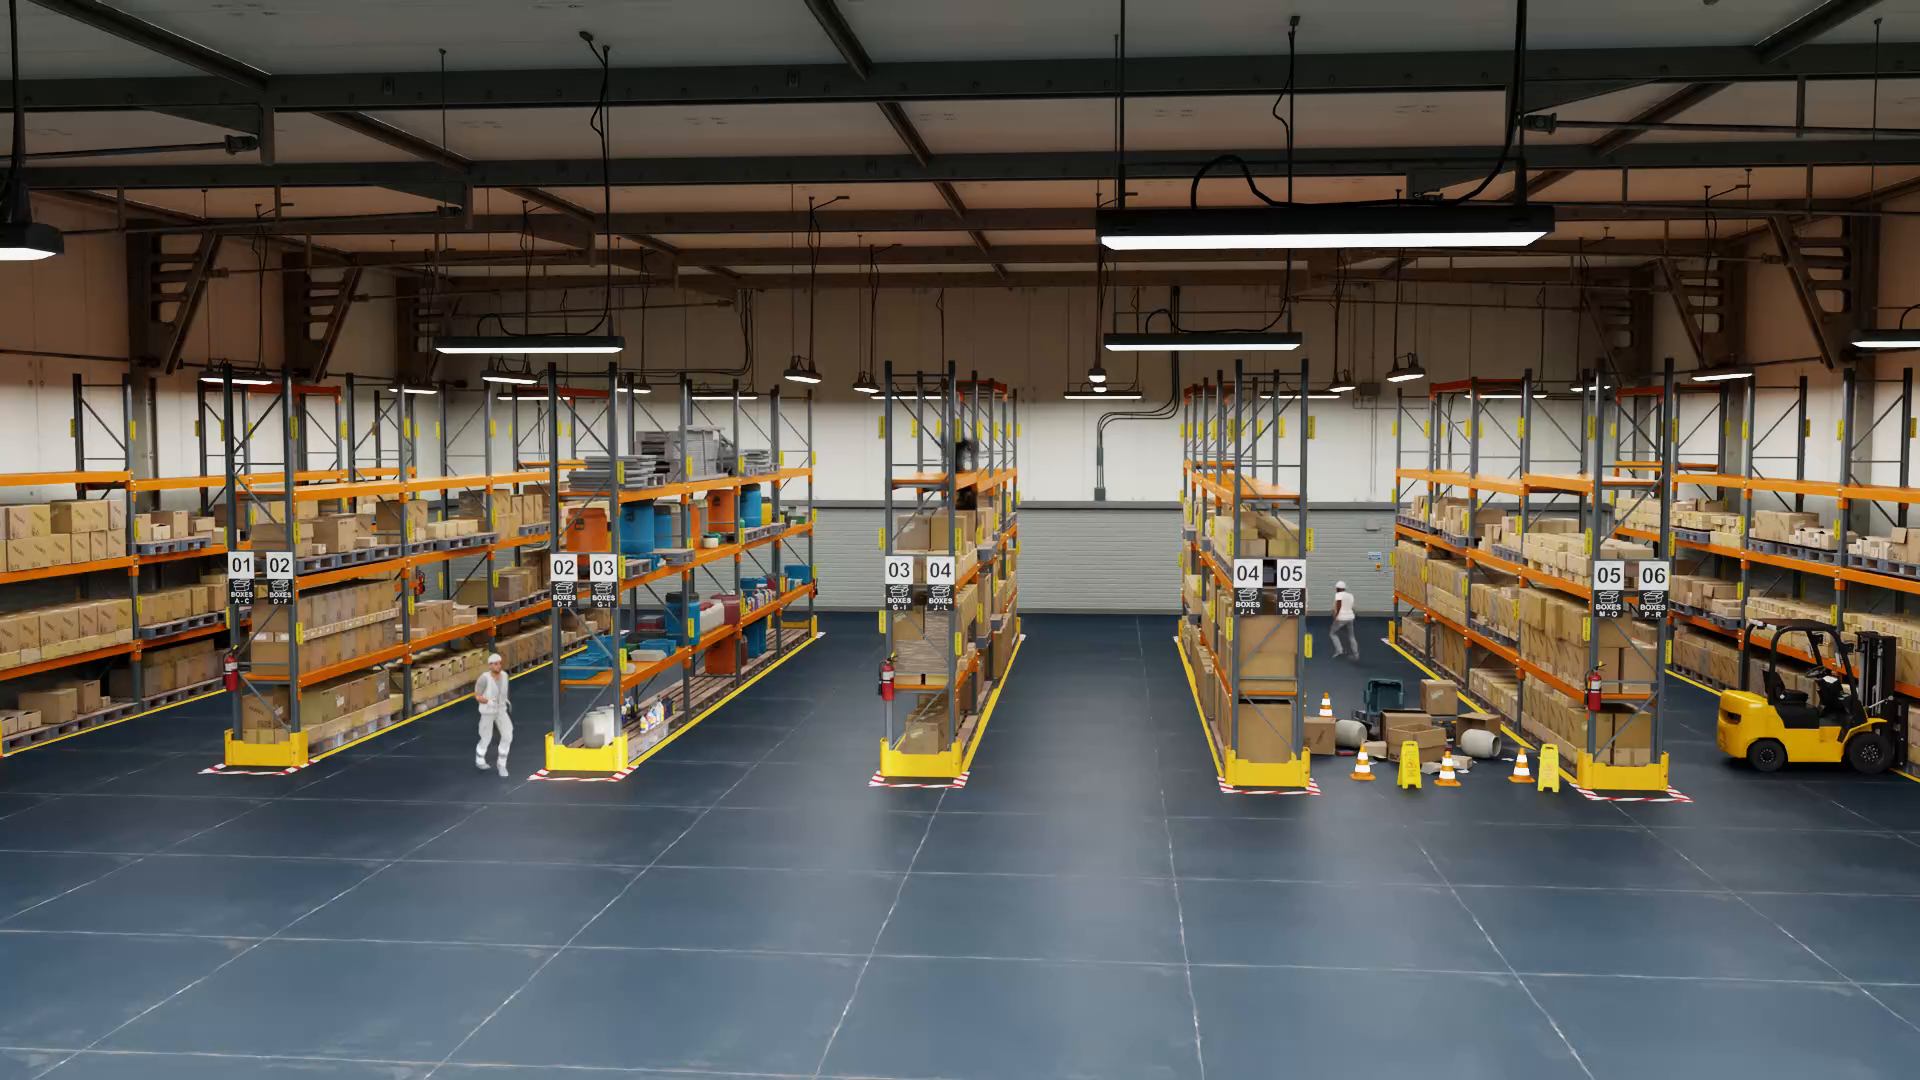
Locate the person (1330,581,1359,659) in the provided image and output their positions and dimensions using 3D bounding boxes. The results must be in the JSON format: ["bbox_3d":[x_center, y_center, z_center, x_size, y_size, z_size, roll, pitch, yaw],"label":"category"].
[{"bbox_3d":[8.395,1.763,36.418,0.709,1.696,0.962,-2,4,-24],"label":"person"}]

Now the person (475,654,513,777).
[{"bbox_3d":[-6.765,2.544,24.125,0.584,1.819,0.864,-3,5,-39],"label":"person"}]
